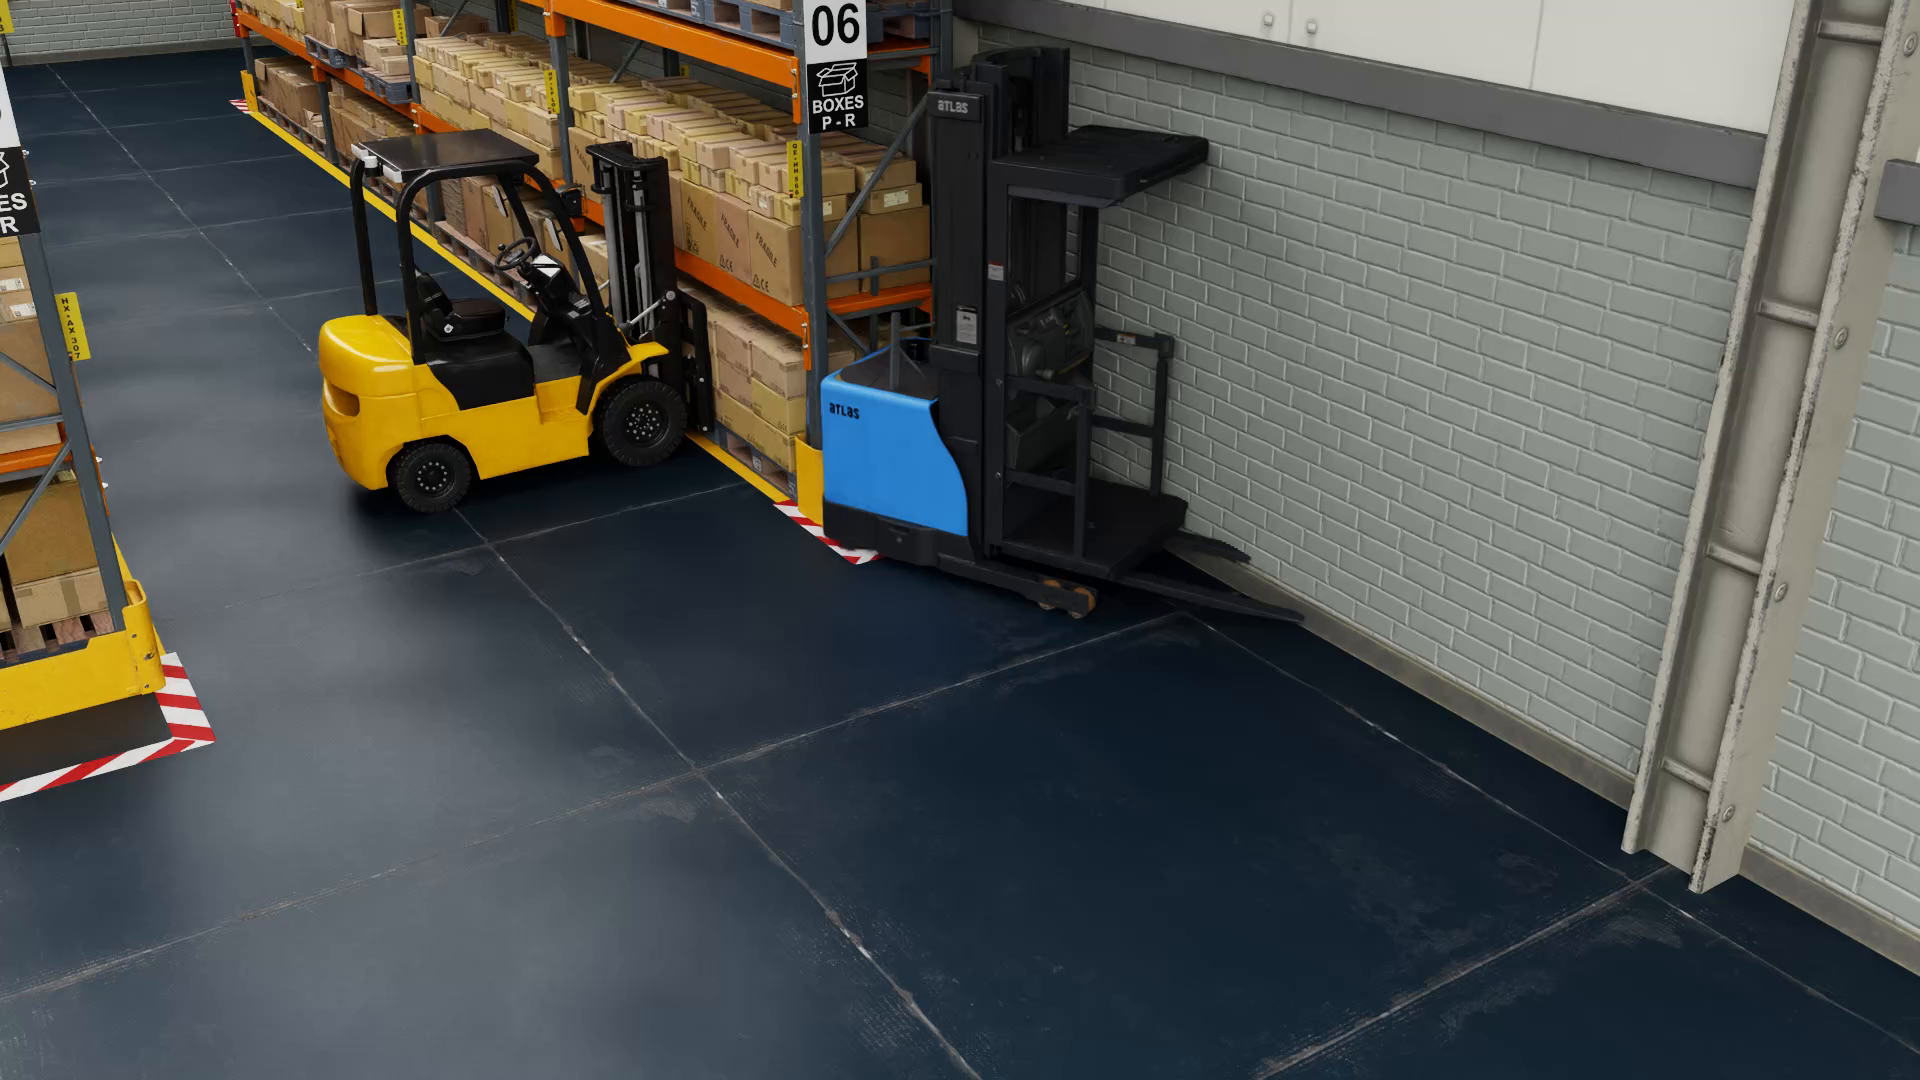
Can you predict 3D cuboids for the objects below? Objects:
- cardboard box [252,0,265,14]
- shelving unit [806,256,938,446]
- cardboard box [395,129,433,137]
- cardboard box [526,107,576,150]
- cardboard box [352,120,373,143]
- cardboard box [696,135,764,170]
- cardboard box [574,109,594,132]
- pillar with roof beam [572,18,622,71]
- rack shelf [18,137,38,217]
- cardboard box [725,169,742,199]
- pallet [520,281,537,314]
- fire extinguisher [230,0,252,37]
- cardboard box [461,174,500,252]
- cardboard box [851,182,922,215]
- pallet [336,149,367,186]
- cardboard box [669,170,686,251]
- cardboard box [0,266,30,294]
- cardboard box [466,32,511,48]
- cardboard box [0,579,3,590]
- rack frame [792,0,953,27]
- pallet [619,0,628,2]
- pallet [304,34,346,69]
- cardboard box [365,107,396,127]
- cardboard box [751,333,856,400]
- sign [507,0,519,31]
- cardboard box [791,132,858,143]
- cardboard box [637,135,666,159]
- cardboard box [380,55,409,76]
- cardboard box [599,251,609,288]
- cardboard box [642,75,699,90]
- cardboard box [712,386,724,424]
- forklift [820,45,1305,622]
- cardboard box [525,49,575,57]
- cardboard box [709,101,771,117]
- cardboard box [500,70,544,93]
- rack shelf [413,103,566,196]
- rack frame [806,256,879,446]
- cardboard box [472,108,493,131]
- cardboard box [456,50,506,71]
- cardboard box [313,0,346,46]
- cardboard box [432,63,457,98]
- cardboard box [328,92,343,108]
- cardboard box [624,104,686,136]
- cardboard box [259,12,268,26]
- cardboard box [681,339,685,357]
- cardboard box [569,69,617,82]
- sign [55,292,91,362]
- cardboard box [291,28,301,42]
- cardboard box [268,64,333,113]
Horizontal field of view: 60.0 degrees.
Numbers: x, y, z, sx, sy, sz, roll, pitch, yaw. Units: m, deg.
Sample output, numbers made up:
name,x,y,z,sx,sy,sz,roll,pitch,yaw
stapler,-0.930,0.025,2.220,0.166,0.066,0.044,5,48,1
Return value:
name,x,y,z,sx,sy,sz,roll,pitch,yaw
cardboard box,-8.650,-6.848,21.070,0.500,0.250,0.500,-16,30,-31
shelving unit,-0.475,-0.847,10.198,0.538,1.500,1.048,-14,30,-30
cardboard box,-5.623,-4.171,17.249,0.380,0.149,0.250,-17,30,-31
cardboard box,-3.158,-3.350,13.422,0.500,0.250,0.500,-16,30,-31
cardboard box,-6.400,-4.403,18.500,0.500,0.500,0.500,-17,30,-31
cardboard box,-1.499,-2.539,10.889,0.380,0.149,0.250,-15,29,-28
cardboard box,-2.722,-3.239,12.720,0.380,0.149,0.250,-16,30,-30
pillar with roof beam,-6.999,-5.959,12.333,9.100,9.000,0.400,-16,29,-30
rack shelf,-5.741,-2.233,8.796,1.077,0.370,4.000,-16,29,-30
cardboard box,-1.297,-2.325,10.784,0.380,0.149,0.250,-16,30,-30
pallet,-3.111,-2.069,14.385,1.003,0.211,1.213,-16,29,-30
fire extinguisher,-9.694,-7.109,22.322,0.296,0.674,0.183,-16,29,-30
cardboard box,-4.167,-3.164,15.728,0.875,0.625,0.625,-14,29,-28
cardboard box,-0.460,-2.165,10.445,0.380,0.149,0.250,-16,30,-31
pallet,-6.567,-4.394,19.310,1.003,0.211,1.213,-16,29,-30
cardboard box,-1.820,-2.353,11.603,0.500,0.500,0.500,-15,29,-29
cardboard box,-4.960,-1.085,8.569,0.500,0.500,0.500,-15,29,-28
cardboard box,-4.512,-4.775,15.975,0.380,0.149,0.250,-15,29,-28
cardboard box,-5.305,0.002,8.583,0.500,0.500,0.500,-15,29,-29
rack frame,-0.492,-4.358,8.940,1.000,3.000,0.127,-16,29,-30
pallet,-2.188,-4.093,11.996,1.003,0.211,1.213,-16,29,-30
pallet,-6.698,-5.539,18.694,1.003,0.211,1.213,-16,29,-30
cardboard box,-6.305,-4.647,18.256,0.380,0.149,0.250,-14,29,-28
cardboard box,-1.005,-1.135,10.699,0.500,0.250,0.500,-14,29,-28
sign,-4.396,-5.160,16.311,0.100,0.325,0.005,-16,29,-30
cardboard box,-0.890,-2.572,10.960,0.380,0.149,0.250,-15,29,-29
cardboard box,-2.047,-2.774,11.736,0.380,0.149,0.250,-17,30,-31
cardboard box,-5.539,-4.728,16.554,0.380,0.149,0.250,-15,29,-29
cardboard box,-2.404,-2.043,12.621,0.500,0.250,0.500,-15,29,-29
cardboard box,-2.248,-3.505,12.935,0.380,0.149,0.250,-15,29,-29
cardboard box,-1.542,-1.047,11.683,0.500,0.250,0.500,-15,29,-29
forklift,0.689,-1.149,9.251,3.031,2.935,1.130,14,29,28
cardboard box,-3.709,-4.348,15.070,0.380,0.149,0.250,-16,30,-30
cardboard box,-1.576,-3.039,11.949,0.380,0.149,0.250,-16,30,-30
cardboard box,-3.639,-3.844,14.002,0.380,0.149,0.250,-16,30,-31
rack shelf,-3.767,-3.465,14.920,1.077,0.370,4.000,-16,29,-30
rack frame,-0.751,-1.042,10.577,0.500,1.500,0.032,-14,30,-30
cardboard box,-3.983,-3.673,14.693,0.500,0.250,0.500,-14,29,-28
cardboard box,-4.308,-4.307,14.984,0.380,0.149,0.250,-15,29,-29
cardboard box,-6.683,-5.762,18.332,0.700,0.500,0.500,-15,29,-29
cardboard box,-4.549,-4.269,15.370,0.500,0.250,0.500,-15,29,-28
cardboard box,-7.070,-5.099,19.215,0.380,0.149,0.250,-14,29,-27
cardboard box,-2.166,-3.001,11.868,0.380,0.149,0.250,-16,30,-30
cardboard box,-8.615,-6.600,21.011,0.380,0.149,0.250,-16,30,-31
cardboard box,-1.854,-1.460,11.972,0.500,0.250,0.500,-16,29,-30
cardboard box,-3.083,-3.874,14.065,0.380,0.149,0.250,-16,30,-30
sign,-4.194,-1.005,7.850,0.100,0.325,0.005,-16,29,-30
cardboard box,-7.751,-6.054,19.854,0.380,0.149,0.250,-15,29,-28
cardboard box,-8.538,-5.871,21.610,0.700,0.500,0.500,-14,29,-27
